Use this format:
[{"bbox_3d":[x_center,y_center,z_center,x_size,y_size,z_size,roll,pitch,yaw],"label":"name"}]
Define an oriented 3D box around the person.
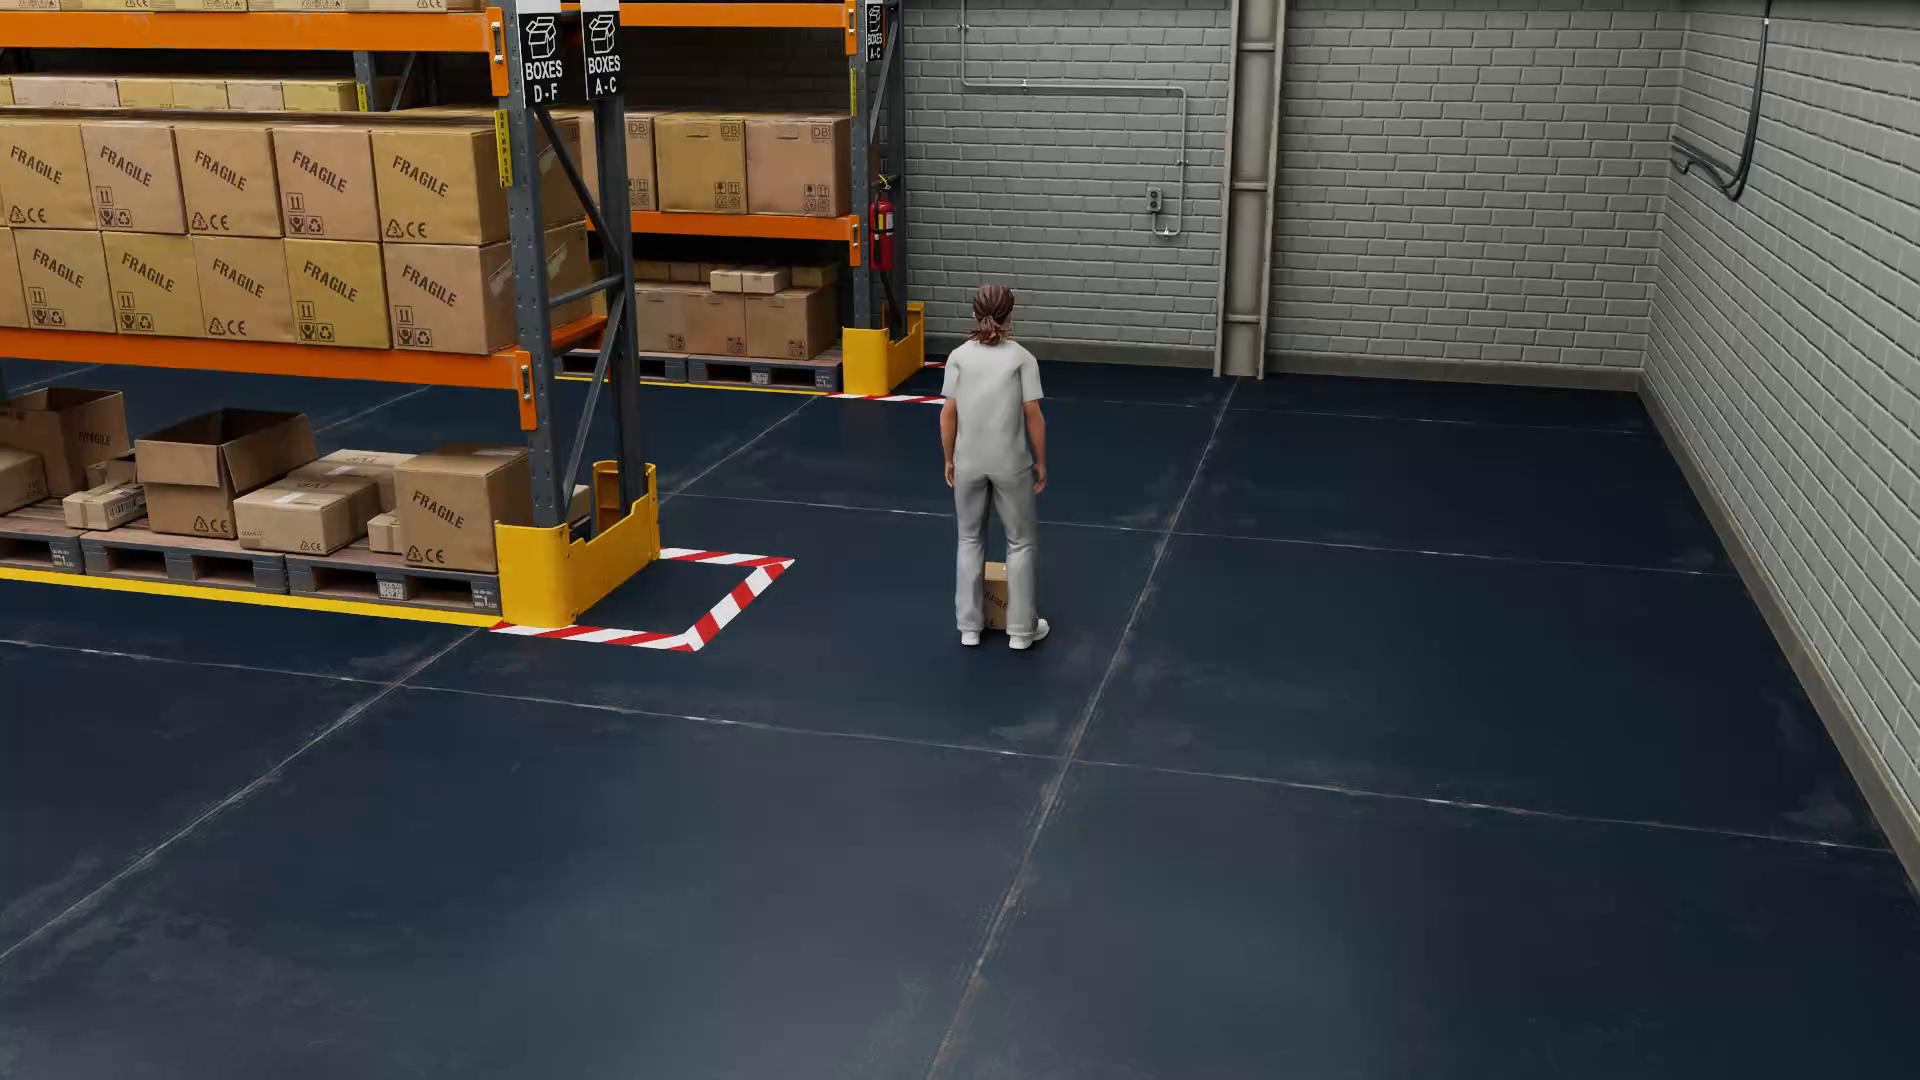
[{"bbox_3d":[0.155,-0.328,7.549,0.486,1.672,0.358,4,19,13],"label":"person"}]
